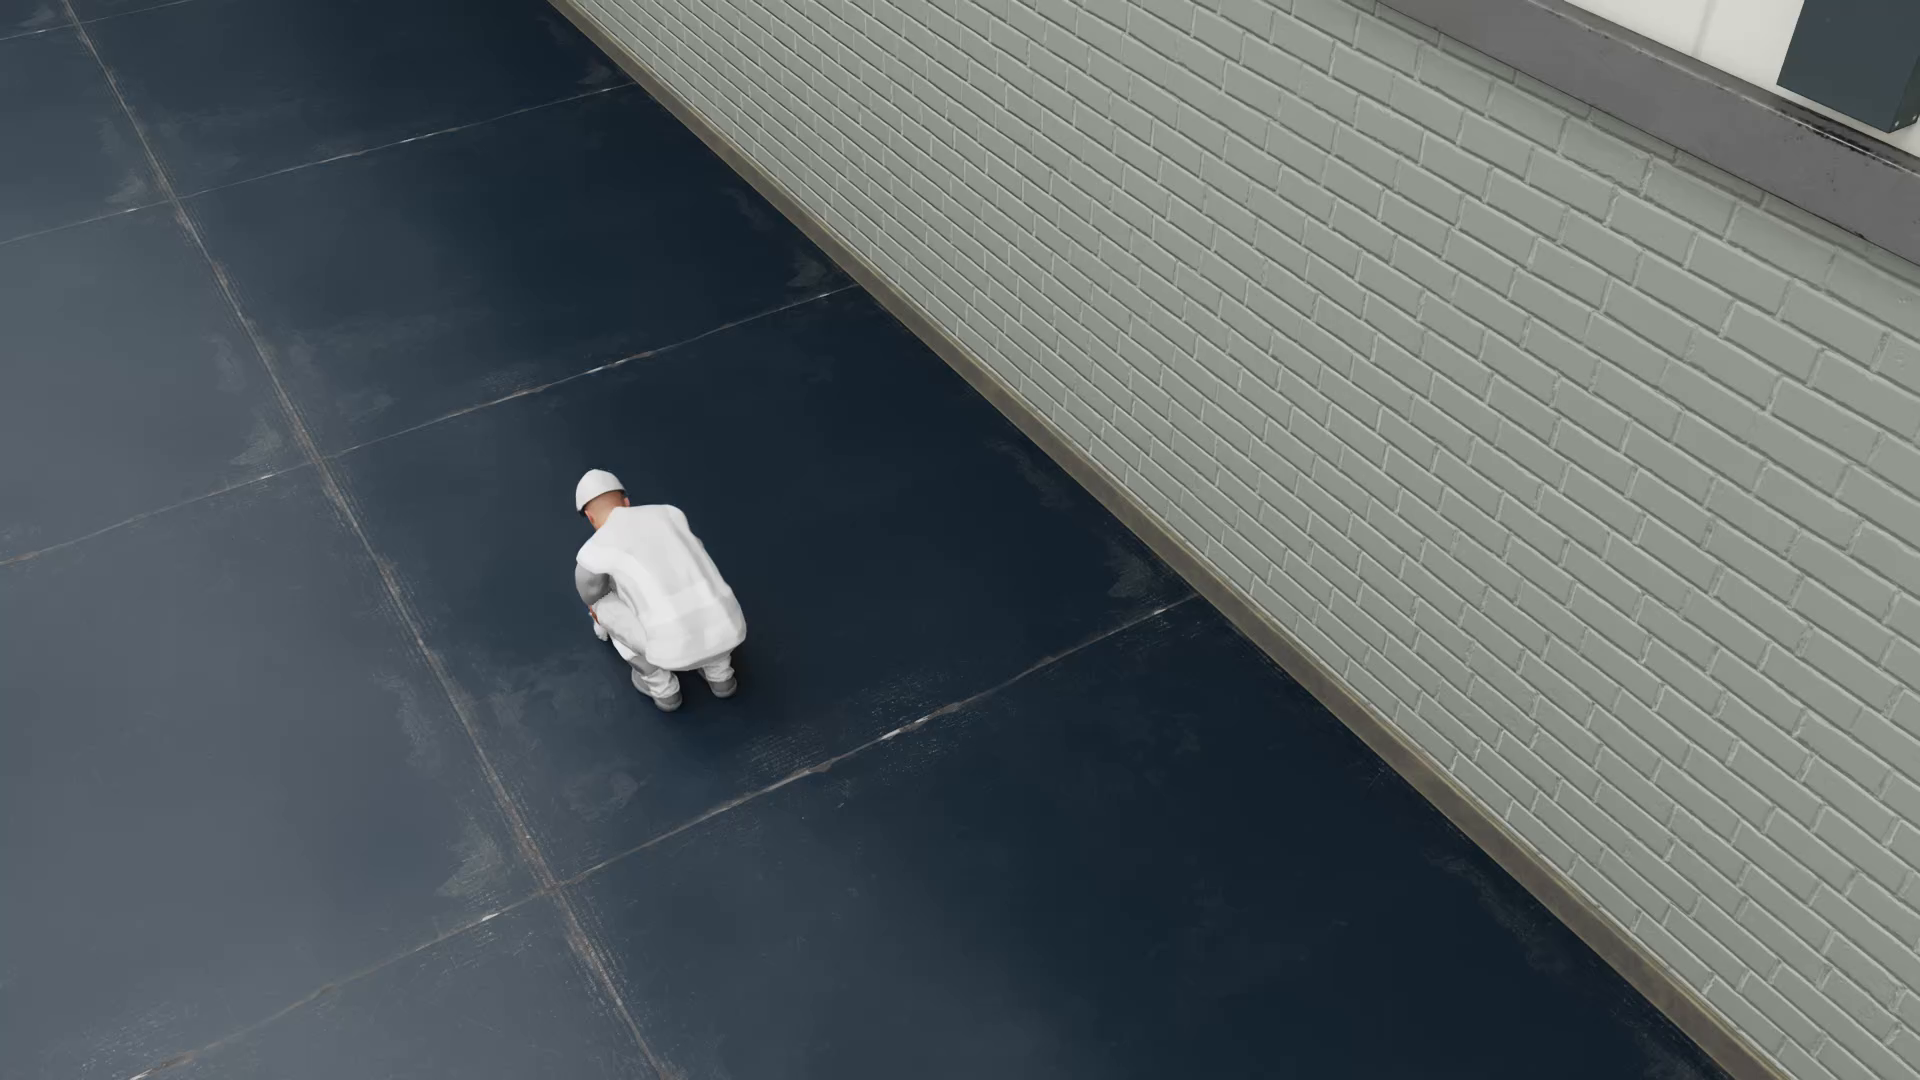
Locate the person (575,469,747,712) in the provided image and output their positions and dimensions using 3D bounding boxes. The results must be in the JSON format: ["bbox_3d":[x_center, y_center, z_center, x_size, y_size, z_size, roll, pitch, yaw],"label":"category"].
[{"bbox_3d":[-1.212,0.244,6.663,0.552,0.874,0.910,-23,45,-24],"label":"person"}]
